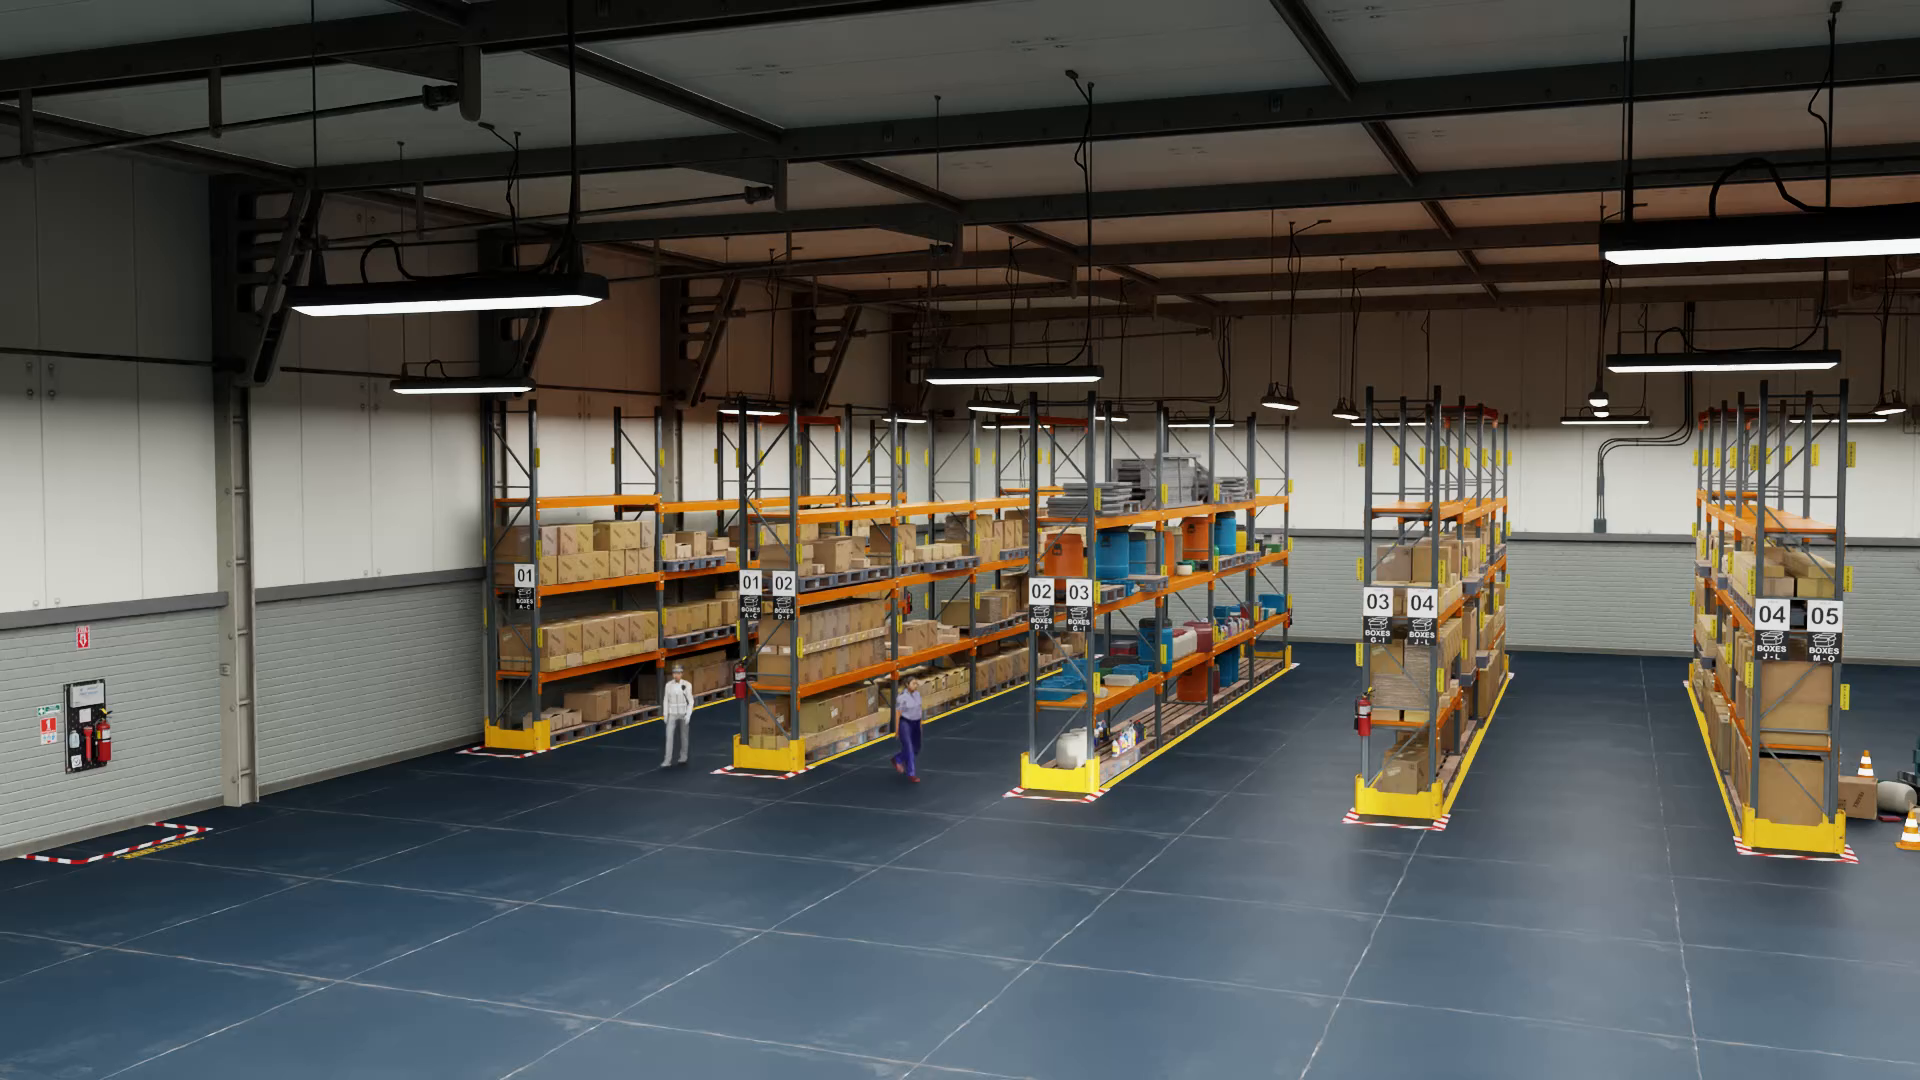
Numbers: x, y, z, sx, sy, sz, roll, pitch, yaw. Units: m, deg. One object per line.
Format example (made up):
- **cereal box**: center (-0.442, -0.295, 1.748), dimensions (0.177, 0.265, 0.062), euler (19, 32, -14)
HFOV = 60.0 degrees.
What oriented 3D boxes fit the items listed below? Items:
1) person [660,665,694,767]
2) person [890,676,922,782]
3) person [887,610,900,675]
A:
- **person**: center (-4.573, 2.834, 26.924), dimensions (0.521, 1.630, 0.954), euler (0, 3, -7)
- **person**: center (-0.812, 2.915, 25.945), dimensions (0.884, 1.593, 0.508), euler (3, 4, 44)
- **person**: center (-1.513, 2.403, 37.625), dimensions (0.438, 1.488, 0.448), euler (-2, 4, -38)
